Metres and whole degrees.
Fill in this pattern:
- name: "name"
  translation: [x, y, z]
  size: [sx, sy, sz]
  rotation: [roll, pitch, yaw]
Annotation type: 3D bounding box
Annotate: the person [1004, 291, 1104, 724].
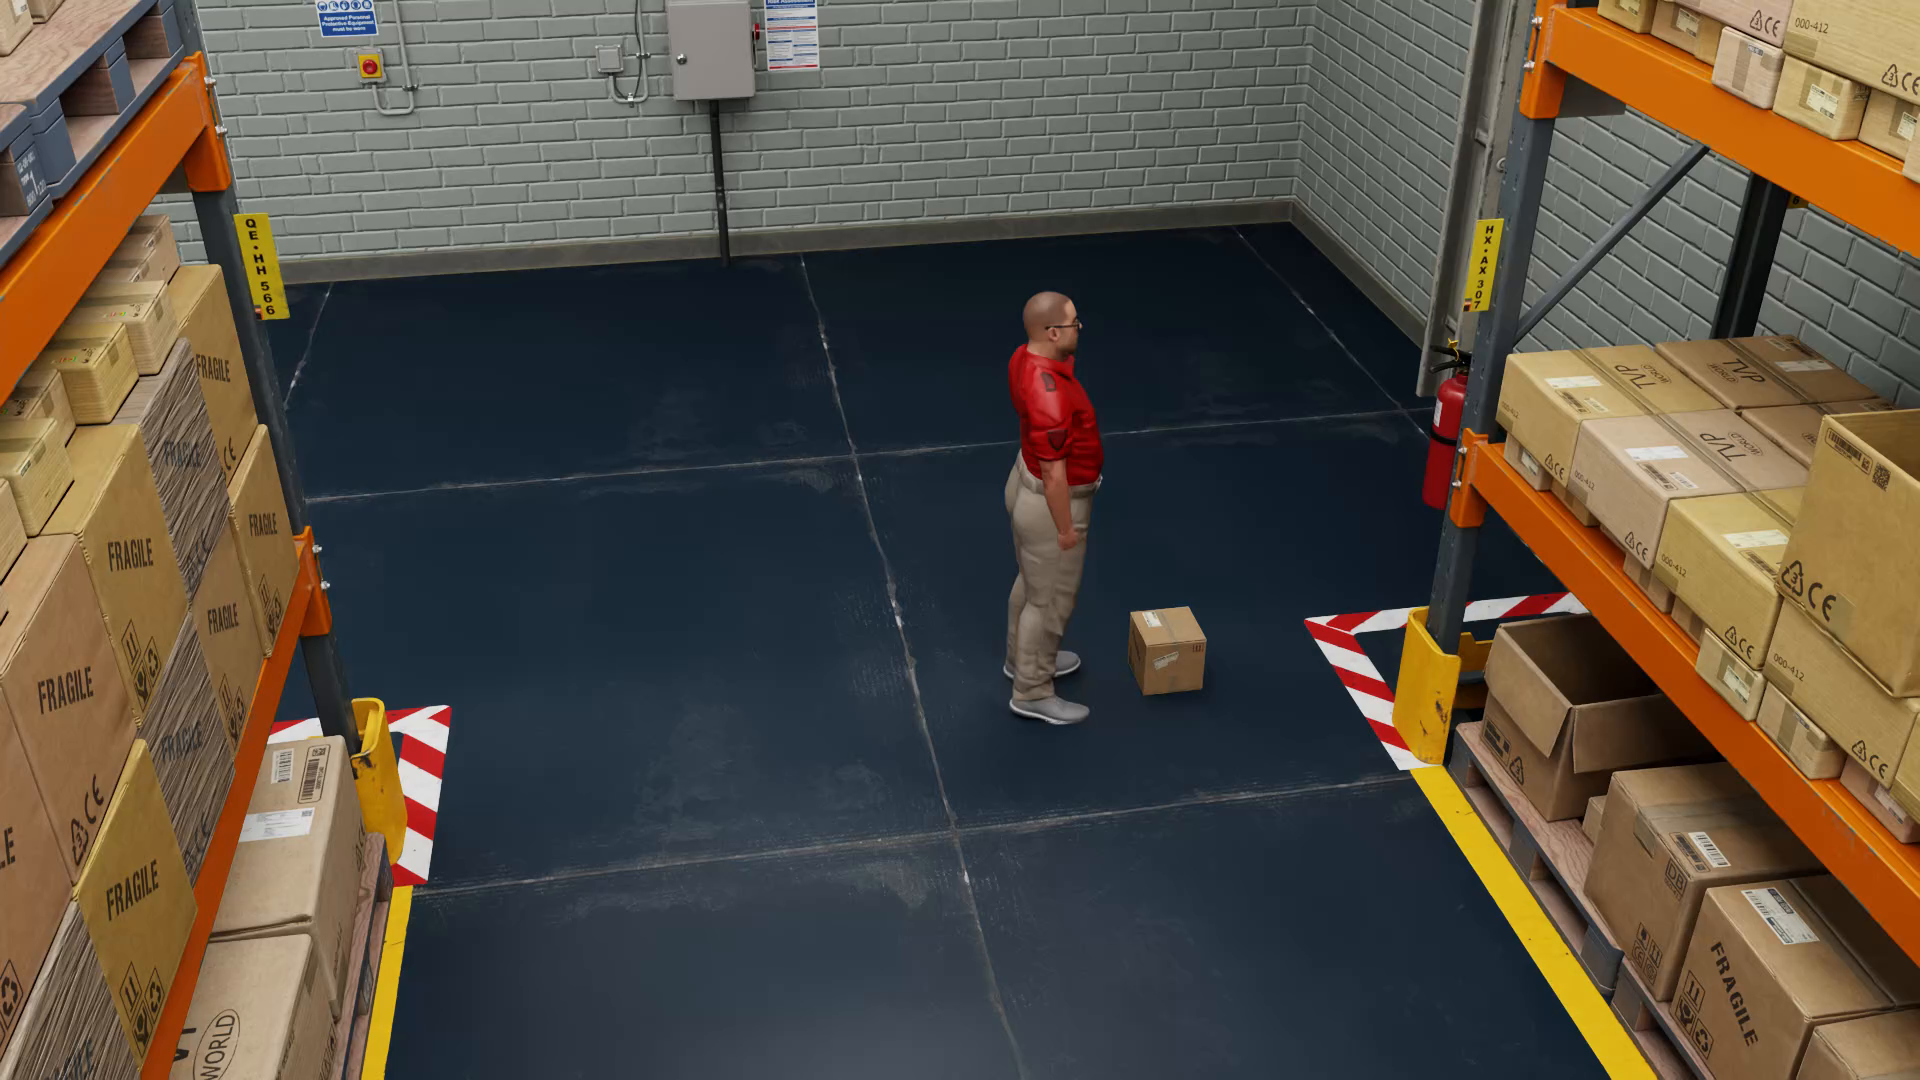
- name: "person"
  translation: [0.357, -0.129, 6.395]
  size: [0.372, 1.749, 0.526]
  rotation: [-5, 31, -8]
